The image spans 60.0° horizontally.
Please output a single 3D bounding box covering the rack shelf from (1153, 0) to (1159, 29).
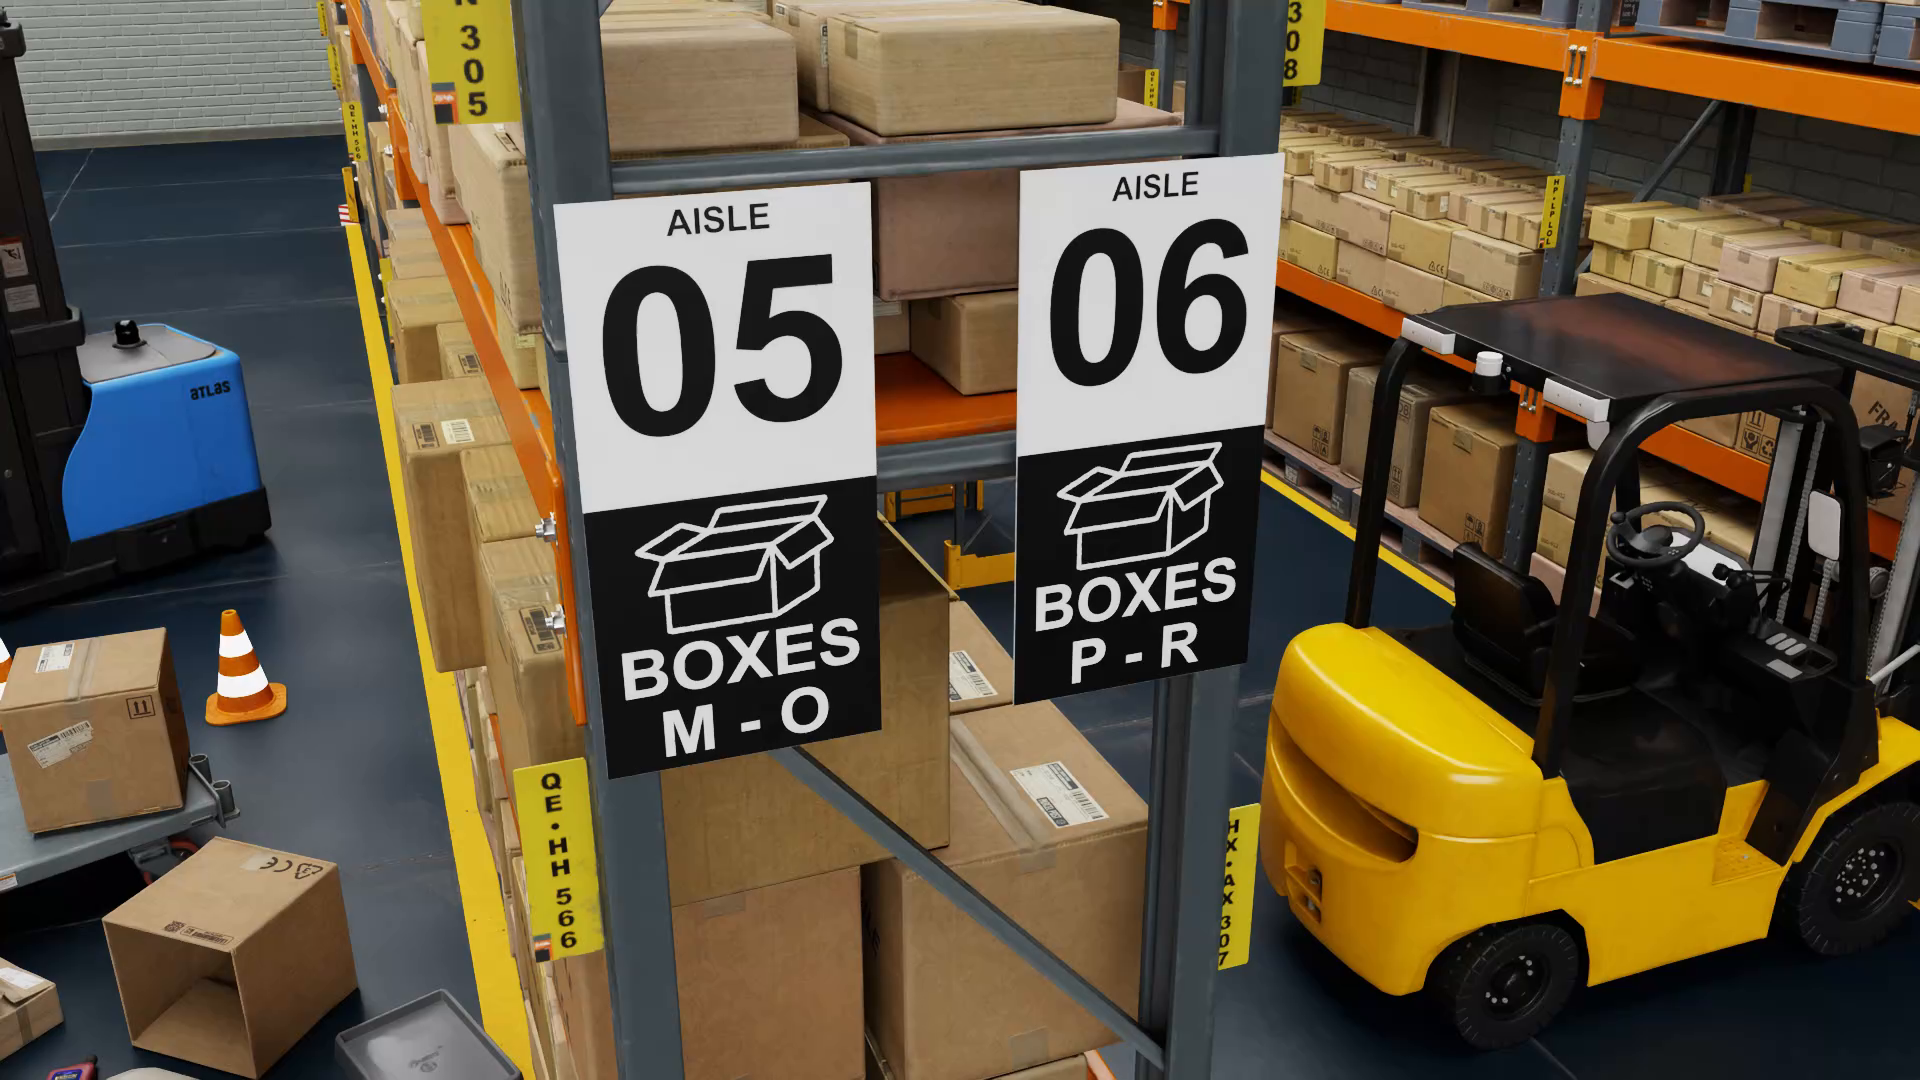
[{"bbox_3d":[1.061,-4.293,12.637,1.077,0.370,4.000,-8,24,-19],"label":"rack shelf"}]

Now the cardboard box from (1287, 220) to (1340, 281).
[{"bbox_3d":[2.239,-1.693,9.598,0.500,0.250,0.500,-8,24,-17],"label":"cardboard box"}]

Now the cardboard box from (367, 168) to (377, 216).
[{"bbox_3d":[-3.283,-2.135,10.004,0.500,0.250,0.500,-8,24,-19],"label":"cardboard box"}]

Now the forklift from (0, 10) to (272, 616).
[{"bbox_3d":[-5.184,-1.055,7.978,1.130,2.935,3.031,19,30,38],"label":"forklift"}]

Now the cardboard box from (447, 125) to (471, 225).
[{"bbox_3d":[-0.645,-0.710,3.021,0.500,0.250,0.500,-9,24,-20],"label":"cardboard box"}]

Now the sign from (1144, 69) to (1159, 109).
[{"bbox_3d":[1.263,-2.935,10.962,0.100,0.325,0.005,-8,24,-19],"label":"sign"}]

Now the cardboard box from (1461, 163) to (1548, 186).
[{"bbox_3d":[2.950,-1.944,9.035,0.380,0.149,0.250,-8,24,-19],"label":"cardboard box"}]

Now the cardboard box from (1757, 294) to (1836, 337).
[{"bbox_3d":[3.367,-0.875,6.500,0.380,0.149,0.250,-9,24,-20],"label":"cardboard box"}]

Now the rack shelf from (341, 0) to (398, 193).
[{"bbox_3d":[-2.168,-2.157,7.570,1.077,0.370,4.000,-8,24,-19],"label":"rack shelf"}]

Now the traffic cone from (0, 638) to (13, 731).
[{"bbox_3d":[-4.247,0.563,7.319,0.336,0.463,0.334,-8,24,-19],"label":"traffic cone"}]

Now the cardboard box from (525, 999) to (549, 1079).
[{"bbox_3d":[-0.951,1.512,4.800,0.500,0.250,0.500,-9,25,-21],"label":"cardboard box"}]

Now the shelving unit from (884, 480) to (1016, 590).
[{"bbox_3d":[0.027,-0.663,8.893,0.587,1.500,1.083,-8,24,-19],"label":"shelving unit"}]

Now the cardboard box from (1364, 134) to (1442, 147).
[{"bbox_3d":[2.641,-2.323,9.936,0.380,0.149,0.250,-9,24,-20],"label":"cardboard box"}]

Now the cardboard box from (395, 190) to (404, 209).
[{"bbox_3d":[-2.192,-1.261,7.327,0.500,0.500,0.500,-7,24,-17],"label":"cardboard box"}]

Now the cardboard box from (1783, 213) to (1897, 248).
[{"bbox_3d":[3.732,-1.278,7.074,0.380,0.149,0.250,-9,24,-19],"label":"cardboard box"}]

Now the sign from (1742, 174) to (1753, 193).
[{"bbox_3d":[3.699,-1.574,7.906,0.100,0.325,0.005,-8,24,-19],"label":"sign"}]

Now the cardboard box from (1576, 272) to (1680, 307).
[{"bbox_3d":[3.093,-0.911,7.421,0.500,0.500,0.500,-9,24,-20],"label":"cardboard box"}]

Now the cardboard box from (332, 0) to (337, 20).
[{"bbox_3d":[-4.694,-4.160,13.007,0.380,0.149,0.250,-9,24,-20],"label":"cardboard box"}]

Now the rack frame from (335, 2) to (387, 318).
[{"bbox_3d":[-4.288,-3.286,13.185,1.000,3.000,0.127,-8,24,-19],"label":"rack frame"}]

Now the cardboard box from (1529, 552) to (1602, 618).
[{"bbox_3d":[3.042,0.233,7.835,0.500,0.250,0.500,-8,24,-18],"label":"cardboard box"}]

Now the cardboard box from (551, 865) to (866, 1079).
[{"bbox_3d":[-0.498,0.731,3.141,0.500,0.500,0.500,-9,24,-20],"label":"cardboard box"}]

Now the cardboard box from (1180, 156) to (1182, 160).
[{"bbox_3d":[1.673,-2.478,10.818,0.500,0.250,0.500,-8,24,-19],"label":"cardboard box"}]

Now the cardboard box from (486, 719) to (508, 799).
[{"bbox_3d":[-1.237,0.638,5.072,0.380,0.149,0.250,-7,24,-16],"label":"cardboard box"}]

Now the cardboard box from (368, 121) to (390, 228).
[{"bbox_3d":[-2.932,-2.014,9.115,0.500,0.500,0.500,-9,24,-20],"label":"cardboard box"}]

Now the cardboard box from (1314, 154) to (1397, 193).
[{"bbox_3d":[2.207,-2.047,9.280,0.380,0.149,0.250,-9,24,-20],"label":"cardboard box"}]

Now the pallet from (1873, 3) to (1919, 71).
[{"bbox_3d":[3.934,-1.655,5.565,1.003,0.211,1.213,-8,24,-19],"label":"pallet"}]

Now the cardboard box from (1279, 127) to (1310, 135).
[{"bbox_3d":[1.919,-2.424,10.176,0.380,0.149,0.250,-8,24,-18],"label":"cardboard box"}]

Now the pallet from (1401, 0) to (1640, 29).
[{"bbox_3d":[2.857,-2.675,8.118,0.805,0.209,1.217,-9,25,-21],"label":"pallet"}]

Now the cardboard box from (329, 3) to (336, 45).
[{"bbox_3d":[-5.073,-4.296,14.164,0.500,0.500,0.500,-8,24,-18],"label":"cardboard box"}]

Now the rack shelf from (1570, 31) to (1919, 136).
[{"bbox_3d":[3.887,-1.386,5.741,1.077,0.370,4.000,-8,24,-19],"label":"rack shelf"}]

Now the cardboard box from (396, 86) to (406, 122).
[{"bbox_3d":[-1.543,-1.396,5.161,0.380,0.149,0.250,-8,24,-19],"label":"cardboard box"}]

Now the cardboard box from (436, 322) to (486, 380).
[{"bbox_3d":[-0.928,-0.282,4.258,0.700,0.500,0.500,-9,24,-19],"label":"cardboard box"}]

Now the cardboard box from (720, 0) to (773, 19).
[{"bbox_3d":[-0.314,-1.084,3.395,0.380,0.149,0.250,-8,24,-19],"label":"cardboard box"}]

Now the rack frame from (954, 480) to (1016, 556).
[{"bbox_3d":[0.210,-0.475,8.447,0.500,1.500,0.032,-8,24,-19],"label":"rack frame"}]

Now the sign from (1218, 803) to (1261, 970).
[{"bbox_3d":[0.459,0.600,2.849,0.100,0.325,0.005,-8,24,-19],"label":"sign"}]

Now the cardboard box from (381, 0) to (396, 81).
[{"bbox_3d":[-1.371,-1.446,4.767,0.500,0.250,0.500,-9,24,-19],"label":"cardboard box"}]

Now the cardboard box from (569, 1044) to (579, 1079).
[{"bbox_3d":[-0.574,1.006,3.324,0.380,0.149,0.250,-9,24,-20],"label":"cardboard box"}]

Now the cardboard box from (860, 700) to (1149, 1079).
[{"bbox_3d":[0.044,0.681,3.262,0.500,0.500,0.500,-9,24,-20],"label":"cardboard box"}]

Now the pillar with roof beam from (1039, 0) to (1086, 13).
[{"bbox_3d":[-3.076,-6.519,13.131,9.100,9.000,0.400,-8,24,-19],"label":"pillar with roof beam"}]

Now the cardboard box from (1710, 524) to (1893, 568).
[{"bbox_3d":[3.416,0.136,6.777,0.500,0.250,0.500,-7,24,-17],"label":"cardboard box"}]

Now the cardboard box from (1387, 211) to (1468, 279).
[{"bbox_3d":[2.580,-1.552,8.621,0.500,0.250,0.500,-9,24,-20],"label":"cardboard box"}]

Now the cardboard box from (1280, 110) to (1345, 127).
[{"bbox_3d":[2.269,-2.690,10.807,0.380,0.149,0.250,-8,24,-18],"label":"cardboard box"}]

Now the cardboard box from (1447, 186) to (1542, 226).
[{"bbox_3d":[2.707,-1.688,8.429,0.380,0.149,0.250,-8,24,-19],"label":"cardboard box"}]

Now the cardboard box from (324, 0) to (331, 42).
[{"bbox_3d":[-5.798,-5.033,15.913,0.500,0.500,0.500,-9,24,-20],"label":"cardboard box"}]

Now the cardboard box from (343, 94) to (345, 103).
[{"bbox_3d":[-4.396,-3.249,12.646,0.500,0.250,0.500,-9,24,-21],"label":"cardboard box"}]

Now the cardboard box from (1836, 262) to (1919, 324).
[{"bbox_3d":[3.545,-0.930,6.248,0.380,0.149,0.250,-8,24,-19],"label":"cardboard box"}]

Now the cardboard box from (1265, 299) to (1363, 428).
[{"bbox_3d":[2.213,-1.150,10.633,0.875,0.625,0.625,-8,24,-17],"label":"cardboard box"}]

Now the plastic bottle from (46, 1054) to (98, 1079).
[{"bbox_3d":[-2.760,1.701,5.136,0.133,0.061,0.283,-4,23,-10],"label":"plastic bottle"}]

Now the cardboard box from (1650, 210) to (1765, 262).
[{"bbox_3d":[3.209,-1.307,7.143,0.380,0.149,0.250,-8,24,-18],"label":"cardboard box"}]

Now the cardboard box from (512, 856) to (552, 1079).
[{"bbox_3d":[-0.935,1.173,4.639,0.500,0.500,0.500,-9,24,-20],"label":"cardboard box"}]

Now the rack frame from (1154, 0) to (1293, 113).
[{"bbox_3d":[1.768,-2.515,11.356,1.000,3.000,0.127,-8,24,-19],"label":"rack frame"}]

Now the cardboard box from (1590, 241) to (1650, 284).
[{"bbox_3d":[3.047,-1.255,7.402,0.380,0.149,0.250,-9,24,-20],"label":"cardboard box"}]

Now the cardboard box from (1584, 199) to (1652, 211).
[{"bbox_3d":[3.257,-1.564,8.135,0.380,0.149,0.250,-9,24,-20],"label":"cardboard box"}]

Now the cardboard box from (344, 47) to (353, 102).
[{"bbox_3d":[-3.832,-3.043,11.192,0.500,0.500,0.500,-9,24,-20],"label":"cardboard box"}]

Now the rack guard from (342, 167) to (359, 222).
[{"bbox_3d":[-5.709,-3.597,17.140,1.175,0.500,0.348,-8,24,-19],"label":"rack guard"}]

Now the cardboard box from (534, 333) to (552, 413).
[{"bbox_3d":[-0.436,-0.284,2.523,0.380,0.149,0.250,-8,24,-19],"label":"cardboard box"}]

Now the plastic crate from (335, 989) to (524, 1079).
[{"bbox_3d":[-1.674,1.649,5.235,0.402,0.080,0.583,-18,29,-37],"label":"plastic crate"}]
